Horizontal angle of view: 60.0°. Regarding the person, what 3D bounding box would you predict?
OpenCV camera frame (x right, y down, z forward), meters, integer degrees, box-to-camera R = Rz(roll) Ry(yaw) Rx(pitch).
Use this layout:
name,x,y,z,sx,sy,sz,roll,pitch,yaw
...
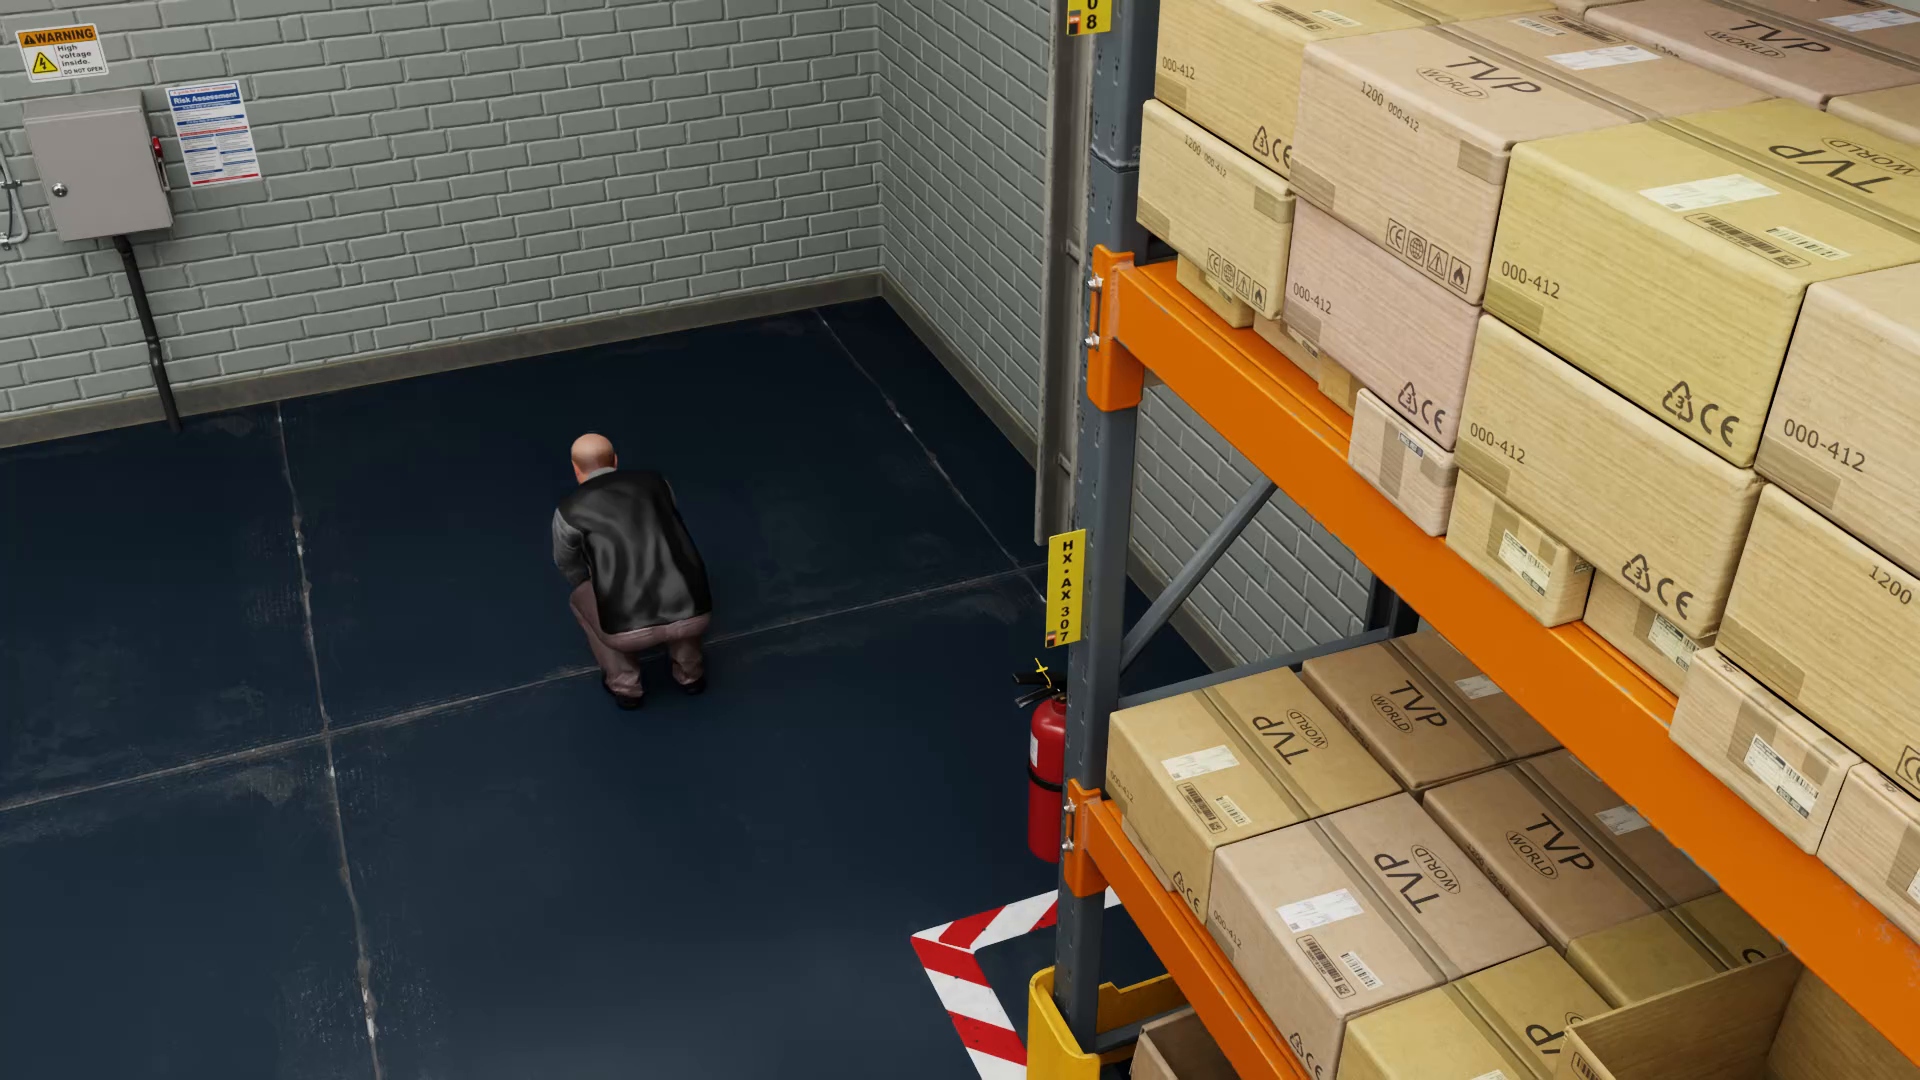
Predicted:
name,x,y,z,sx,sy,sz,roll,pitch,yaw
person,-1.317,0.127,6.663,0.539,0.969,0.873,-13,35,-19
